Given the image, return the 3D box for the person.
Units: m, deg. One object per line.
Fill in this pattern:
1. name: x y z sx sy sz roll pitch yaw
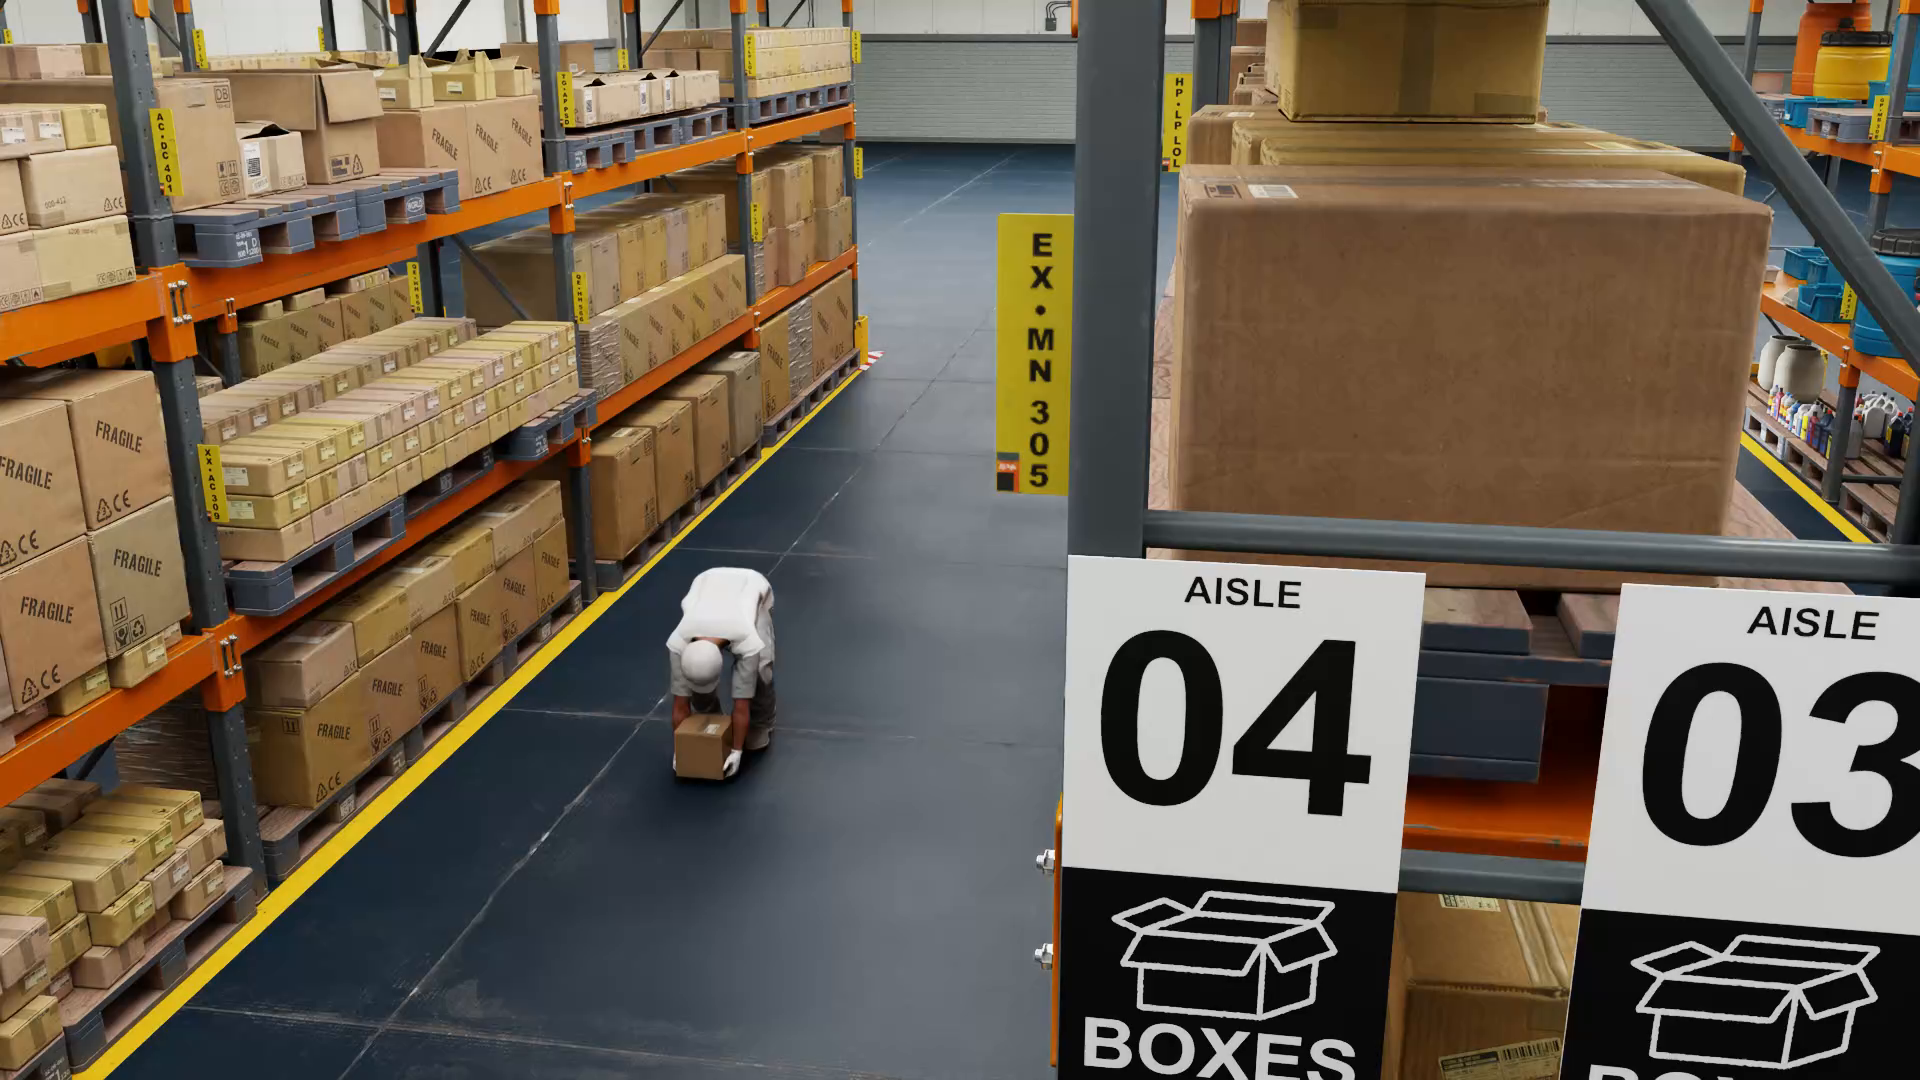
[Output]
1. person: -1.241 0.681 8.732 0.519 0.960 0.982 2 18 6
